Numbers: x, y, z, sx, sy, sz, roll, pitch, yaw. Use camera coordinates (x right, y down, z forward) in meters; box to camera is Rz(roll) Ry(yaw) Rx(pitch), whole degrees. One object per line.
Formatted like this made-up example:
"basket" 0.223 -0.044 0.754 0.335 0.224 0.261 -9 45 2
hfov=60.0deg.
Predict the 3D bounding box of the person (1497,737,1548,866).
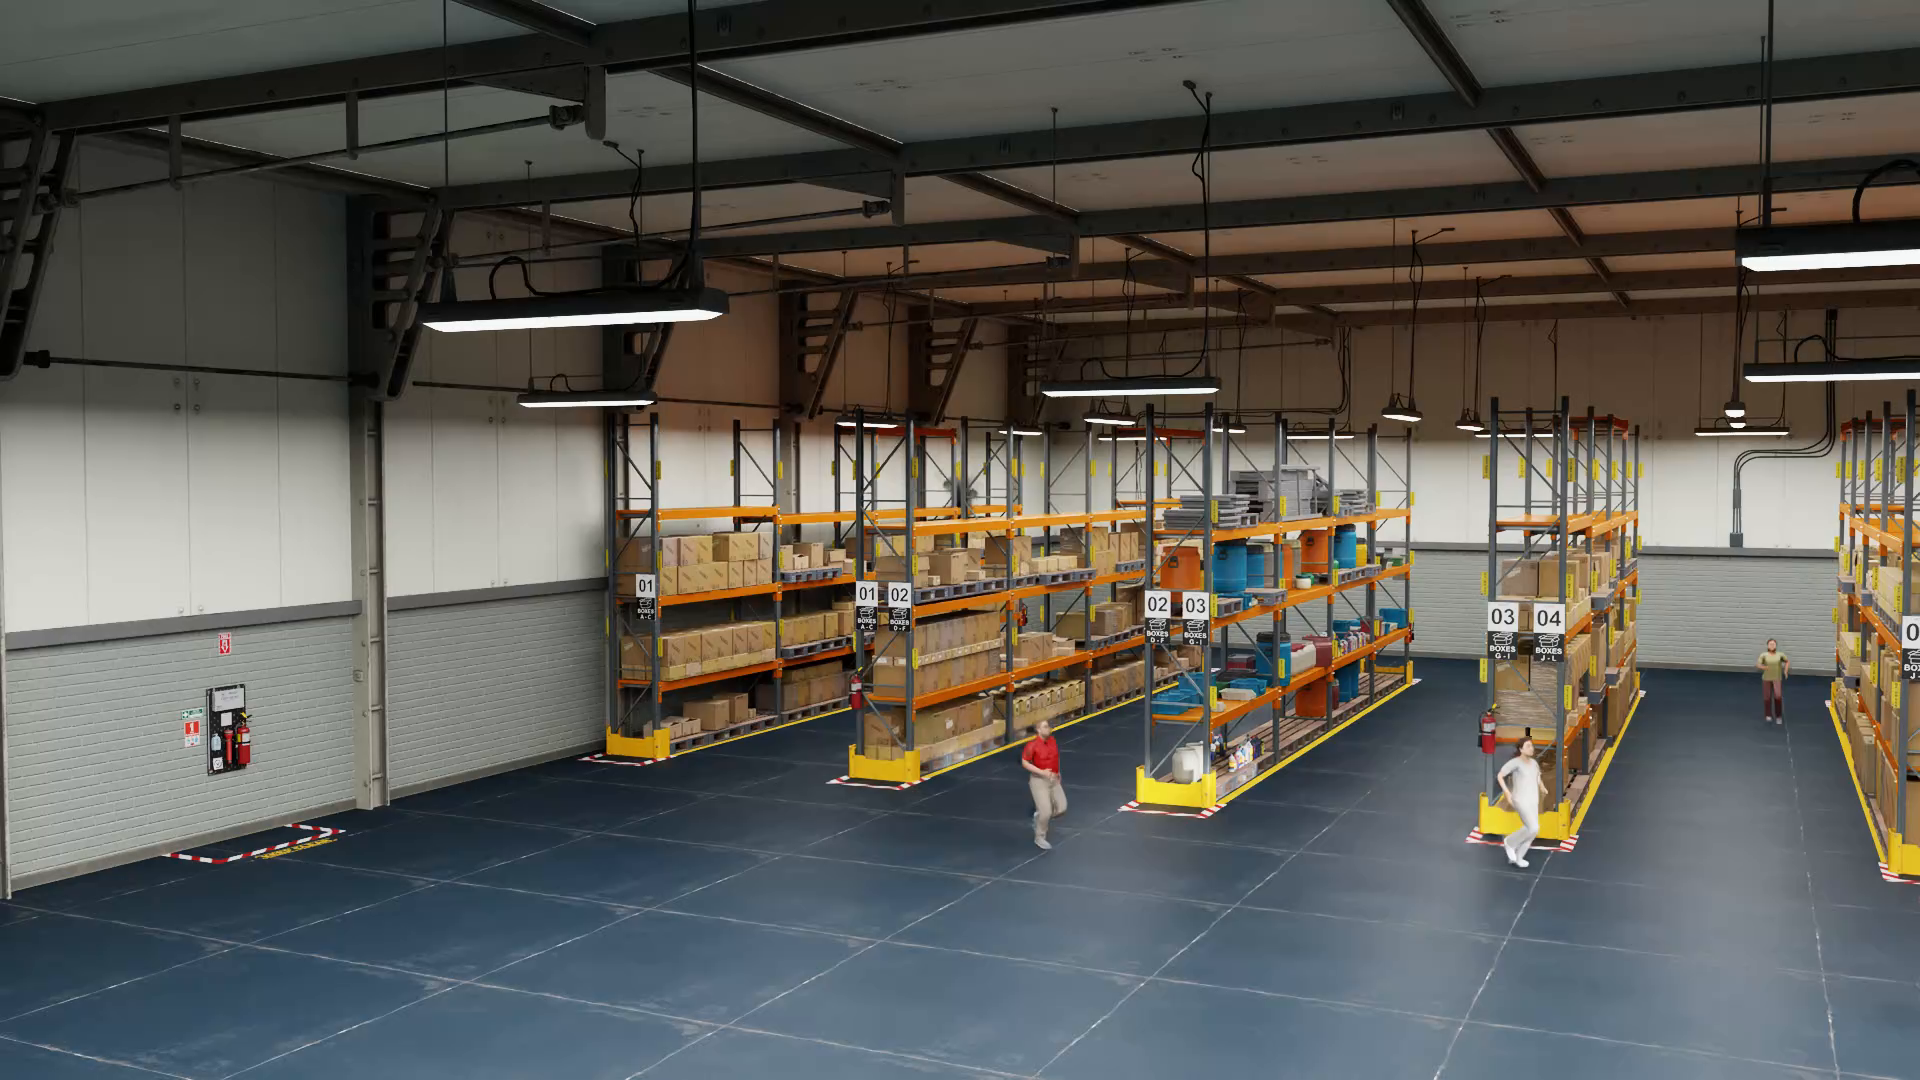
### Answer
"person" 7.135 3.302 20.904 0.558 1.630 0.552 -1 3 -28

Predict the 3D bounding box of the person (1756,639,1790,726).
"person" 16.012 2.792 32.769 0.578 1.688 0.687 1 3 28

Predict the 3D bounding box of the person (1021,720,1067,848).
"person" 1.129 3.233 22.108 0.717 1.693 0.592 -2 3 -43
